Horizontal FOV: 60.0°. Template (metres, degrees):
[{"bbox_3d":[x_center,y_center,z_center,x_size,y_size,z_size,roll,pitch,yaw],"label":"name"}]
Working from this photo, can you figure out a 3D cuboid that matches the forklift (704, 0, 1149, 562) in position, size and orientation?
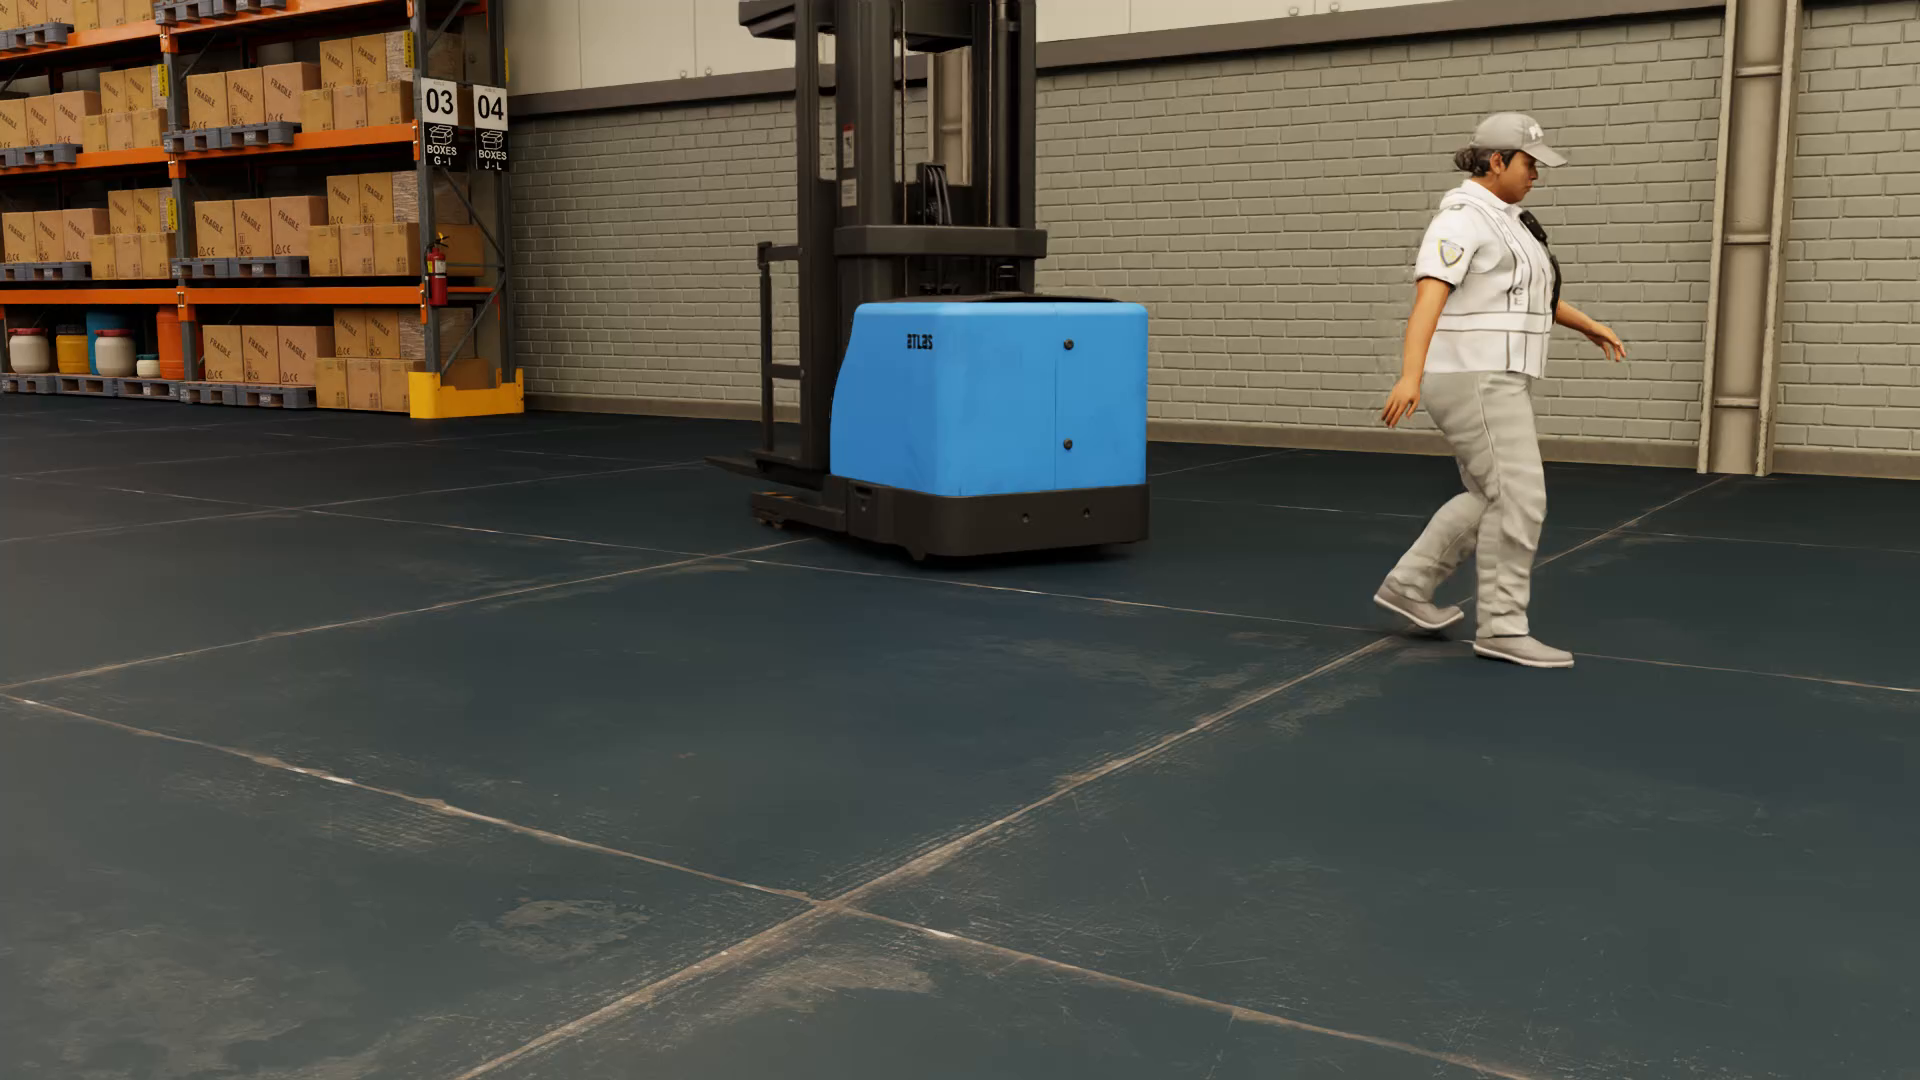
[{"bbox_3d":[-0.371,-1.529,7.946,1.130,2.935,3.031,-5,9,-30],"label":"forklift"}]

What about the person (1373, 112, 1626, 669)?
[{"bbox_3d":[1.603,-0.463,5.072,0.704,1.643,0.849,4,9,28],"label":"person"}]
